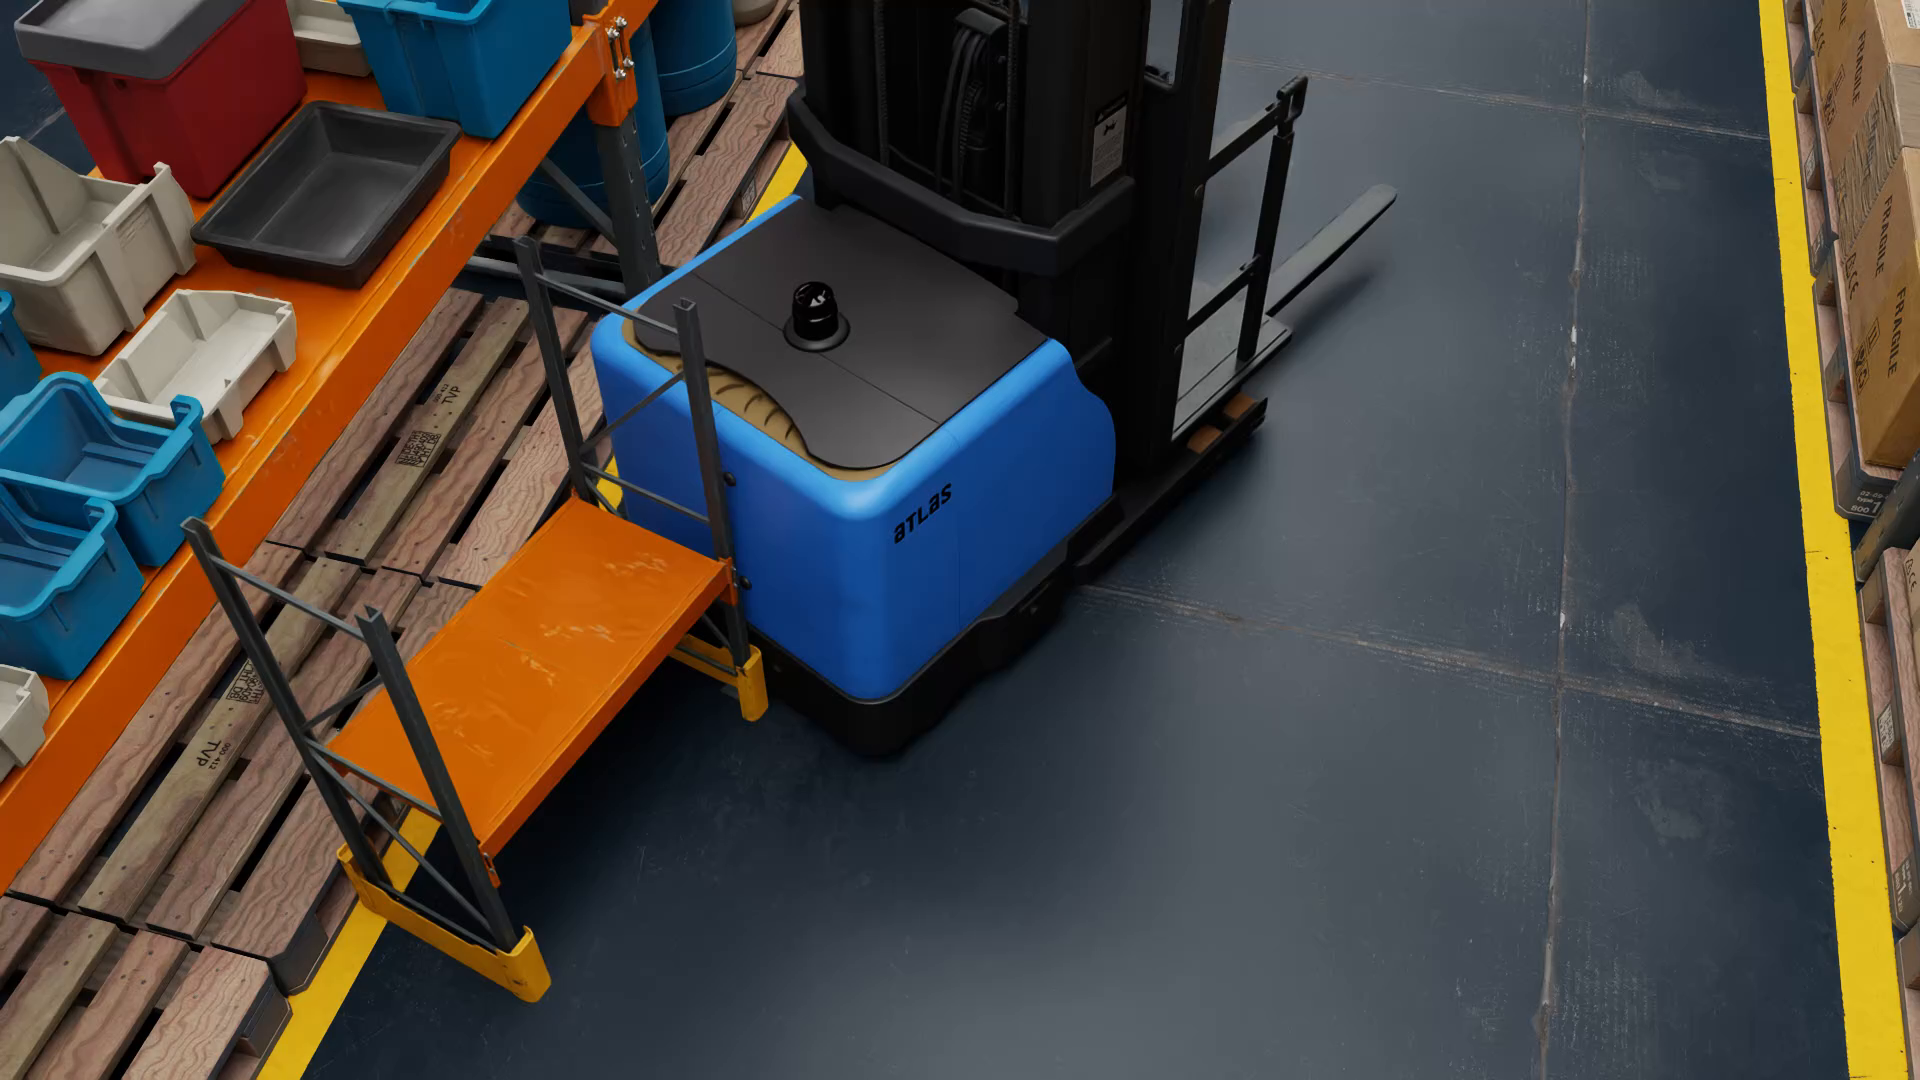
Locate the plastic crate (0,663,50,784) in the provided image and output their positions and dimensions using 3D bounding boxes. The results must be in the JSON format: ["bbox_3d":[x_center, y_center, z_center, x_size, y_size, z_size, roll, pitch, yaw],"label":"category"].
[{"bbox_3d":[-1.845,0.357,3.070,0.250,0.136,0.298,12,50,10],"label":"plastic crate"}]

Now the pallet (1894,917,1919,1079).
[{"bbox_3d":[2.759,1.501,3.785,1.003,0.211,1.213,12,50,10],"label":"pallet"}]

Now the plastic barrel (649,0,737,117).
[{"bbox_3d":[-1.172,-2.131,6.250,0.600,0.901,0.708,12,50,10],"label":"plastic barrel"}]

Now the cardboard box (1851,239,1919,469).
[{"bbox_3d":[3.114,-0.536,5.096,0.500,0.500,0.500,11,50,10],"label":"cardboard box"}]

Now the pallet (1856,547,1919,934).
[{"bbox_3d":[3.078,0.615,4.566,1.003,0.211,1.213,12,50,10],"label":"pallet"}]

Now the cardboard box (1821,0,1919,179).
[{"bbox_3d":[3.516,-1.623,6.055,0.500,0.500,0.500,10,49,9],"label":"cardboard box"}]

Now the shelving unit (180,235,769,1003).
[{"bbox_3d":[-1.068,0.223,4.053,0.587,1.500,1.083,23,52,19],"label":"shelving unit"}]

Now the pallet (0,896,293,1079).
[{"bbox_3d":[-2.316,1.443,3.836,1.003,0.211,1.213,12,50,10],"label":"pallet"}]

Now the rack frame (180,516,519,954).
[{"bbox_3d":[-1.313,0.549,3.765,0.500,1.500,0.032,23,52,19],"label":"rack frame"}]

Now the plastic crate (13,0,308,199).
[{"bbox_3d":[-1.995,-1.229,4.251,0.402,0.464,0.583,12,50,10],"label":"plastic crate"}]

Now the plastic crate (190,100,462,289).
[{"bbox_3d":[-1.553,-0.850,4.143,0.437,0.125,0.590,12,50,10],"label":"plastic crate"}]

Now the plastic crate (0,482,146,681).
[{"bbox_3d":[-1.841,0.079,3.252,0.416,0.233,0.300,12,50,10],"label":"plastic crate"}]

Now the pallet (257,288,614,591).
[{"bbox_3d":[-1.674,-0.322,5.393,1.003,0.211,1.213,12,50,10],"label":"pallet"}]

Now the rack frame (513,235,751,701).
[{"bbox_3d":[-0.814,-0.115,4.351,0.500,1.500,0.032,23,52,19],"label":"rack frame"}]

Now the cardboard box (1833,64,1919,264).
[{"bbox_3d":[3.384,-1.254,5.730,0.500,0.500,0.500,12,50,11],"label":"cardboard box"}]

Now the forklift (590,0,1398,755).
[{"bbox_3d":[0.362,-1.408,4.537,1.130,2.935,3.031,33,56,26],"label":"forklift"}]

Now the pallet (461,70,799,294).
[{"bbox_3d":[-1.274,-1.411,6.355,1.003,0.211,1.213,12,50,10],"label":"pallet"}]

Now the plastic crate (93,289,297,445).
[{"bbox_3d":[-1.686,-0.398,3.736,0.293,0.136,0.466,12,50,10],"label":"plastic crate"}]

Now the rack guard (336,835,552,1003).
[{"bbox_3d":[-1.313,0.962,4.234,0.587,0.250,0.087,23,52,19],"label":"rack guard"}]

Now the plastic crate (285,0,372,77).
[{"bbox_3d":[-1.778,-1.408,4.628,0.396,0.136,0.243,12,50,10],"label":"plastic crate"}]

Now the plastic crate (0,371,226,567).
[{"bbox_3d":[-1.762,-0.138,3.443,0.416,0.233,0.300,12,50,10],"label":"plastic crate"}]

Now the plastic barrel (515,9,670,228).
[{"bbox_3d":[-1.358,-1.619,5.798,0.600,0.901,0.708,12,50,10],"label":"plastic barrel"}]

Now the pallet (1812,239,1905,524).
[{"bbox_3d":[3.438,-0.477,5.530,1.003,0.211,1.213,12,50,10],"label":"pallet"}]

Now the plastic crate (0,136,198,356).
[{"bbox_3d":[-2.097,-0.697,3.903,0.437,0.282,0.530,12,50,10],"label":"plastic crate"}]

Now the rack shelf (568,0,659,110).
[{"bbox_3d":[-0.991,-2.993,6.370,1.077,0.370,4.000,12,50,10],"label":"rack shelf"}]

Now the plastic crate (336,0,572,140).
[{"bbox_3d":[-1.311,-1.394,4.450,0.392,0.384,0.575,12,50,10],"label":"plastic crate"}]

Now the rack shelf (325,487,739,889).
[{"bbox_3d":[-1.063,0.336,4.193,0.538,0.185,1.000,23,52,19],"label":"rack shelf"}]

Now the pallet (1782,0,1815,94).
[{"bbox_3d":[4.080,-2.242,7.088,1.003,0.211,1.213,12,50,10],"label":"pallet"}]

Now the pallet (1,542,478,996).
[{"bbox_3d":[-1.993,0.563,4.612,1.003,0.211,1.213,12,50,10],"label":"pallet"}]

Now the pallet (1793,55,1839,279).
[{"bbox_3d":[3.757,-1.362,6.312,1.003,0.211,1.213,12,50,10],"label":"pallet"}]

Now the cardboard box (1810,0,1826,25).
[{"bbox_3d":[3.785,-2.363,6.709,0.500,0.500,0.500,10,49,9],"label":"cardboard box"}]

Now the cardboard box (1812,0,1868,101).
[{"bbox_3d":[3.648,-2.001,6.389,0.500,0.500,0.500,11,49,10],"label":"cardboard box"}]

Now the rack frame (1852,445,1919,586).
[{"bbox_3d":[3.260,-0.804,3.959,1.000,3.000,0.127,12,50,10],"label":"rack frame"}]

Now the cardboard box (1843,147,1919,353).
[{"bbox_3d":[3.252,-0.892,5.410,0.500,0.500,0.500,12,50,10],"label":"cardboard box"}]

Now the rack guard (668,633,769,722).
[{"bbox_3d":[-0.823,0.311,4.808,0.587,0.250,0.087,23,52,19],"label":"rack guard"}]

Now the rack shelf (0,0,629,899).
[{"bbox_3d":[-2.044,-0.099,3.817,1.077,0.370,4.000,12,50,10],"label":"rack shelf"}]

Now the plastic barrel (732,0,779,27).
[{"bbox_3d":[-0.937,-2.393,6.741,0.421,0.512,0.421,0,49,0],"label":"plastic barrel"}]

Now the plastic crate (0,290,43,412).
[{"bbox_3d":[-2.277,-0.391,3.666,0.416,0.233,0.300,12,50,10],"label":"plastic crate"}]

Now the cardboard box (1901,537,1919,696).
[{"bbox_3d":[2.941,0.201,4.572,0.500,0.311,0.500,12,50,10],"label":"cardboard box"}]

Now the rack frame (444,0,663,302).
[{"bbox_3d":[-1.518,-1.784,4.824,1.000,3.000,0.127,12,50,10],"label":"rack frame"}]

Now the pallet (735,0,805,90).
[{"bbox_3d":[-0.955,-2.297,7.136,1.003,0.211,1.213,12,50,10],"label":"pallet"}]
